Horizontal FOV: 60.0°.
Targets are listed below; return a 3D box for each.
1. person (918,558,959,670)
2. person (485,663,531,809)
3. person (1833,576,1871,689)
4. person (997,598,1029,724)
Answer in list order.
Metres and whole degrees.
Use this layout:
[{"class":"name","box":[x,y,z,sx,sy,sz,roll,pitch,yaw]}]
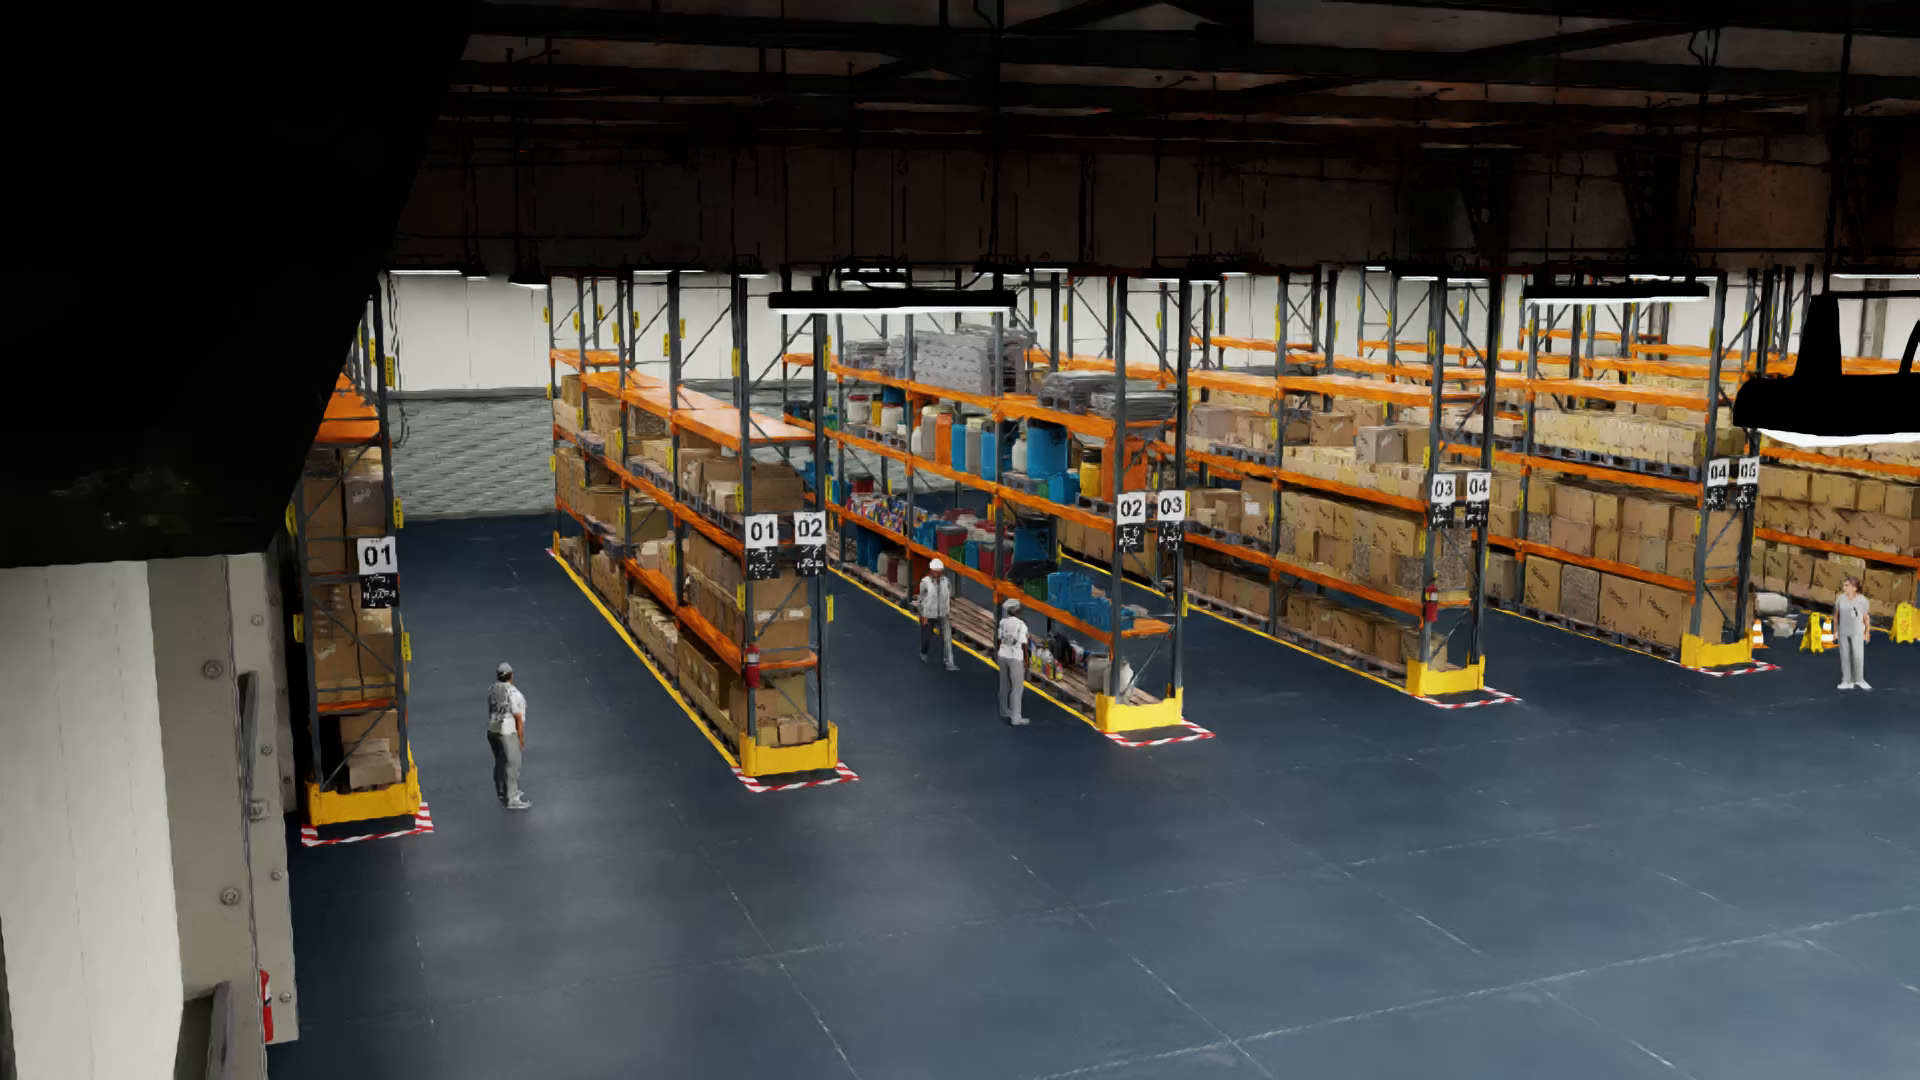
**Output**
[{"class":"person","box":[-0.378,1.106,25.321,0.544,1.697,1.100,-3,10,-17]},{"class":"person","box":[-5.172,2.222,19.064,0.534,1.671,0.449,7,12,36]},{"class":"person","box":[12.946,1.359,24.088,0.568,1.636,0.397,9,13,42]},{"class":"person","box":[0.725,1.623,22.459,0.502,1.677,0.422,7,12,36]}]
